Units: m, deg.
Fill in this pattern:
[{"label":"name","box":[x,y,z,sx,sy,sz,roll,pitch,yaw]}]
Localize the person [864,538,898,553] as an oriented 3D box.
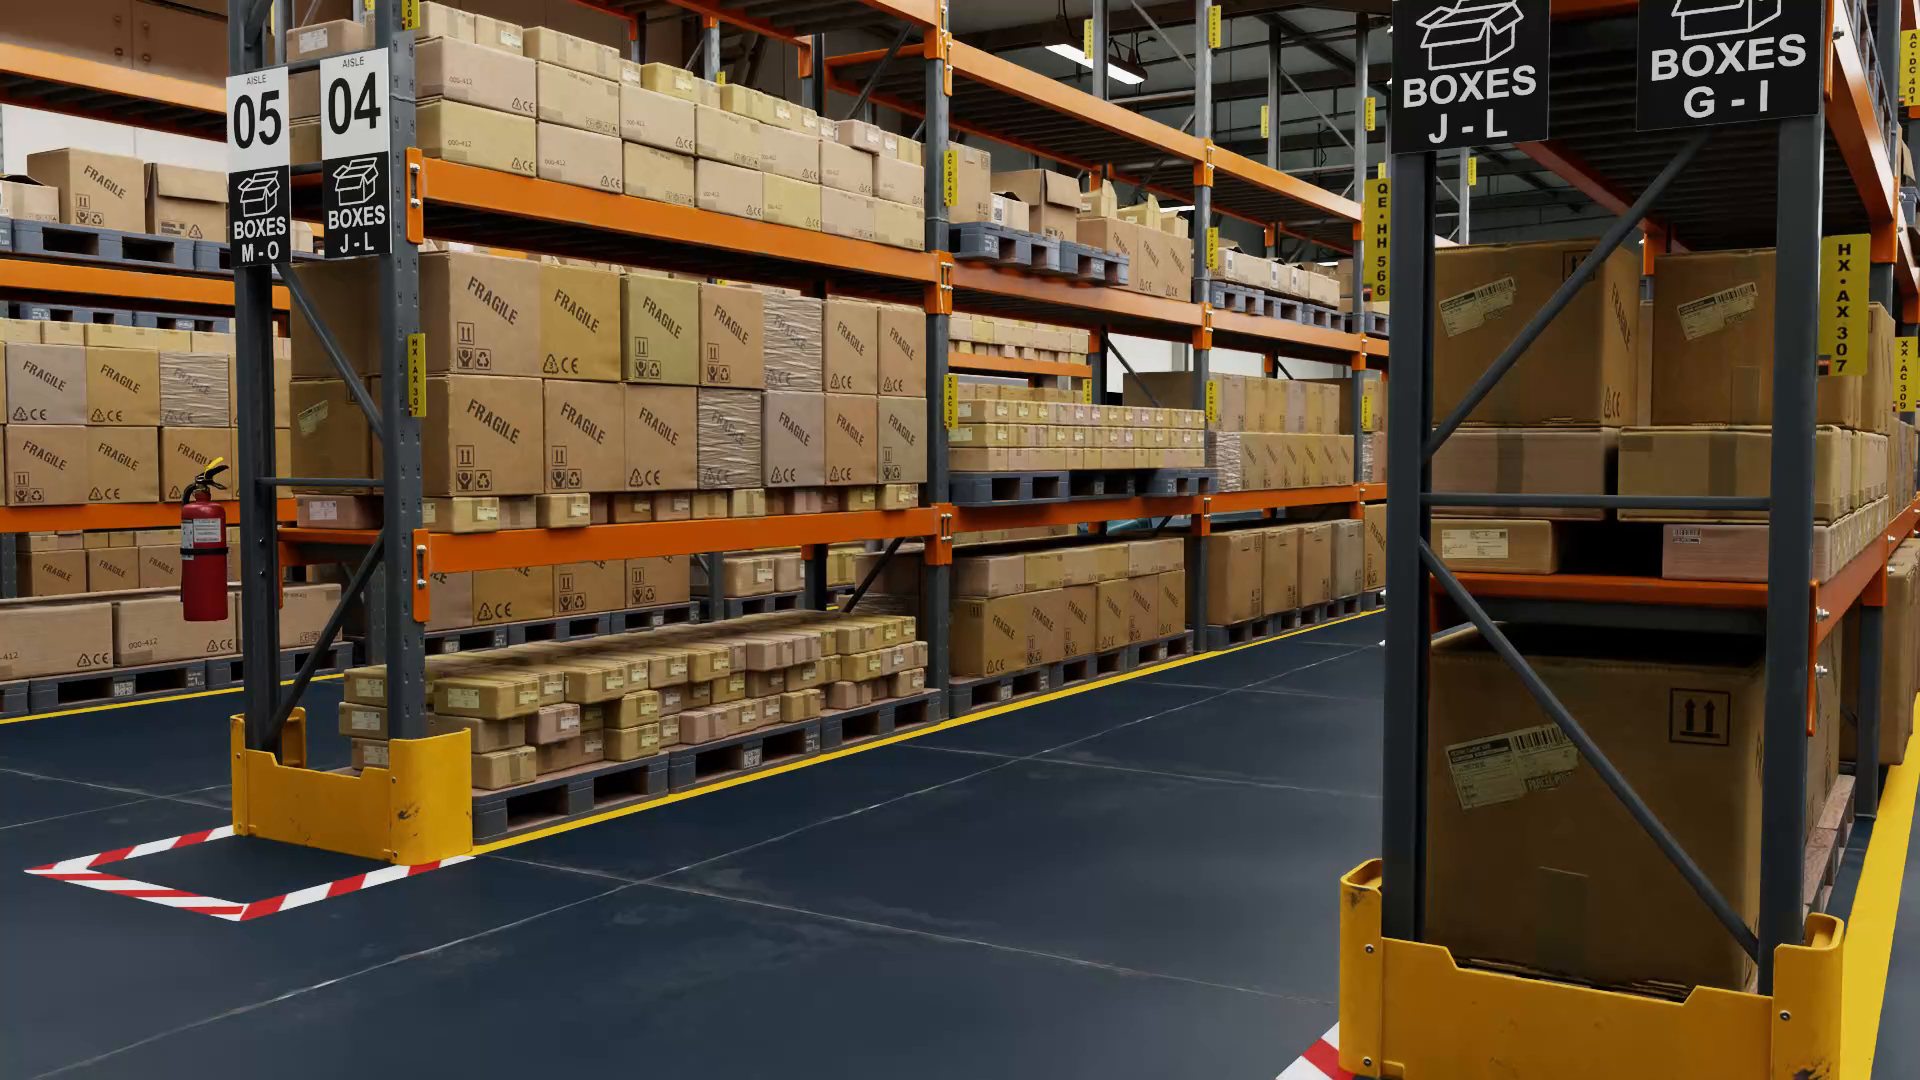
[{"label":"person","box":[-0.822,-0.031,16.345,0.425,1.598,0.574,3,4,45]}]
